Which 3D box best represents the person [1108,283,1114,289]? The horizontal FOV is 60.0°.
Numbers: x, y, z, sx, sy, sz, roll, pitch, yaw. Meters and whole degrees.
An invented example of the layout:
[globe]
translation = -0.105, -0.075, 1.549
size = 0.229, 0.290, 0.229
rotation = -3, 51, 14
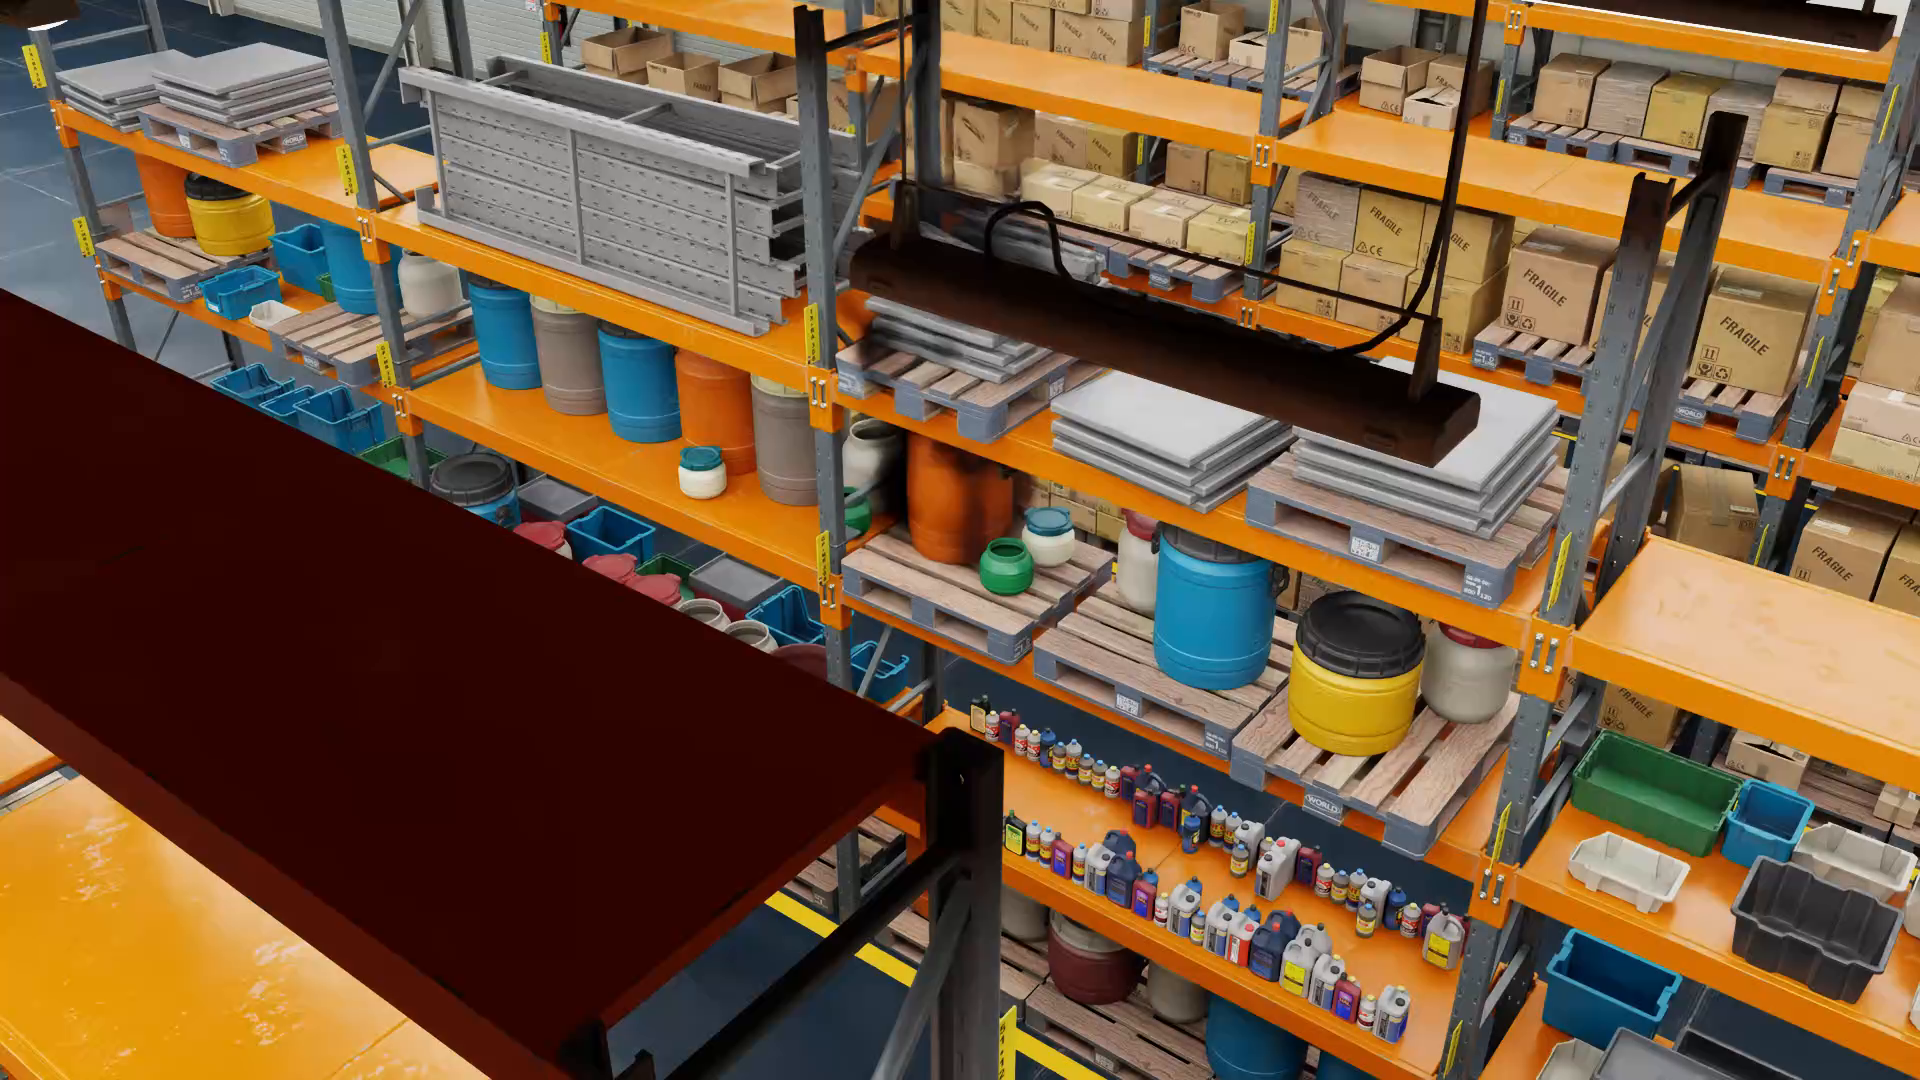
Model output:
[person]
translation = 1.441, -1.888, 16.769
size = 0.713, 1.705, 0.618
rotation = 24, 39, 34
